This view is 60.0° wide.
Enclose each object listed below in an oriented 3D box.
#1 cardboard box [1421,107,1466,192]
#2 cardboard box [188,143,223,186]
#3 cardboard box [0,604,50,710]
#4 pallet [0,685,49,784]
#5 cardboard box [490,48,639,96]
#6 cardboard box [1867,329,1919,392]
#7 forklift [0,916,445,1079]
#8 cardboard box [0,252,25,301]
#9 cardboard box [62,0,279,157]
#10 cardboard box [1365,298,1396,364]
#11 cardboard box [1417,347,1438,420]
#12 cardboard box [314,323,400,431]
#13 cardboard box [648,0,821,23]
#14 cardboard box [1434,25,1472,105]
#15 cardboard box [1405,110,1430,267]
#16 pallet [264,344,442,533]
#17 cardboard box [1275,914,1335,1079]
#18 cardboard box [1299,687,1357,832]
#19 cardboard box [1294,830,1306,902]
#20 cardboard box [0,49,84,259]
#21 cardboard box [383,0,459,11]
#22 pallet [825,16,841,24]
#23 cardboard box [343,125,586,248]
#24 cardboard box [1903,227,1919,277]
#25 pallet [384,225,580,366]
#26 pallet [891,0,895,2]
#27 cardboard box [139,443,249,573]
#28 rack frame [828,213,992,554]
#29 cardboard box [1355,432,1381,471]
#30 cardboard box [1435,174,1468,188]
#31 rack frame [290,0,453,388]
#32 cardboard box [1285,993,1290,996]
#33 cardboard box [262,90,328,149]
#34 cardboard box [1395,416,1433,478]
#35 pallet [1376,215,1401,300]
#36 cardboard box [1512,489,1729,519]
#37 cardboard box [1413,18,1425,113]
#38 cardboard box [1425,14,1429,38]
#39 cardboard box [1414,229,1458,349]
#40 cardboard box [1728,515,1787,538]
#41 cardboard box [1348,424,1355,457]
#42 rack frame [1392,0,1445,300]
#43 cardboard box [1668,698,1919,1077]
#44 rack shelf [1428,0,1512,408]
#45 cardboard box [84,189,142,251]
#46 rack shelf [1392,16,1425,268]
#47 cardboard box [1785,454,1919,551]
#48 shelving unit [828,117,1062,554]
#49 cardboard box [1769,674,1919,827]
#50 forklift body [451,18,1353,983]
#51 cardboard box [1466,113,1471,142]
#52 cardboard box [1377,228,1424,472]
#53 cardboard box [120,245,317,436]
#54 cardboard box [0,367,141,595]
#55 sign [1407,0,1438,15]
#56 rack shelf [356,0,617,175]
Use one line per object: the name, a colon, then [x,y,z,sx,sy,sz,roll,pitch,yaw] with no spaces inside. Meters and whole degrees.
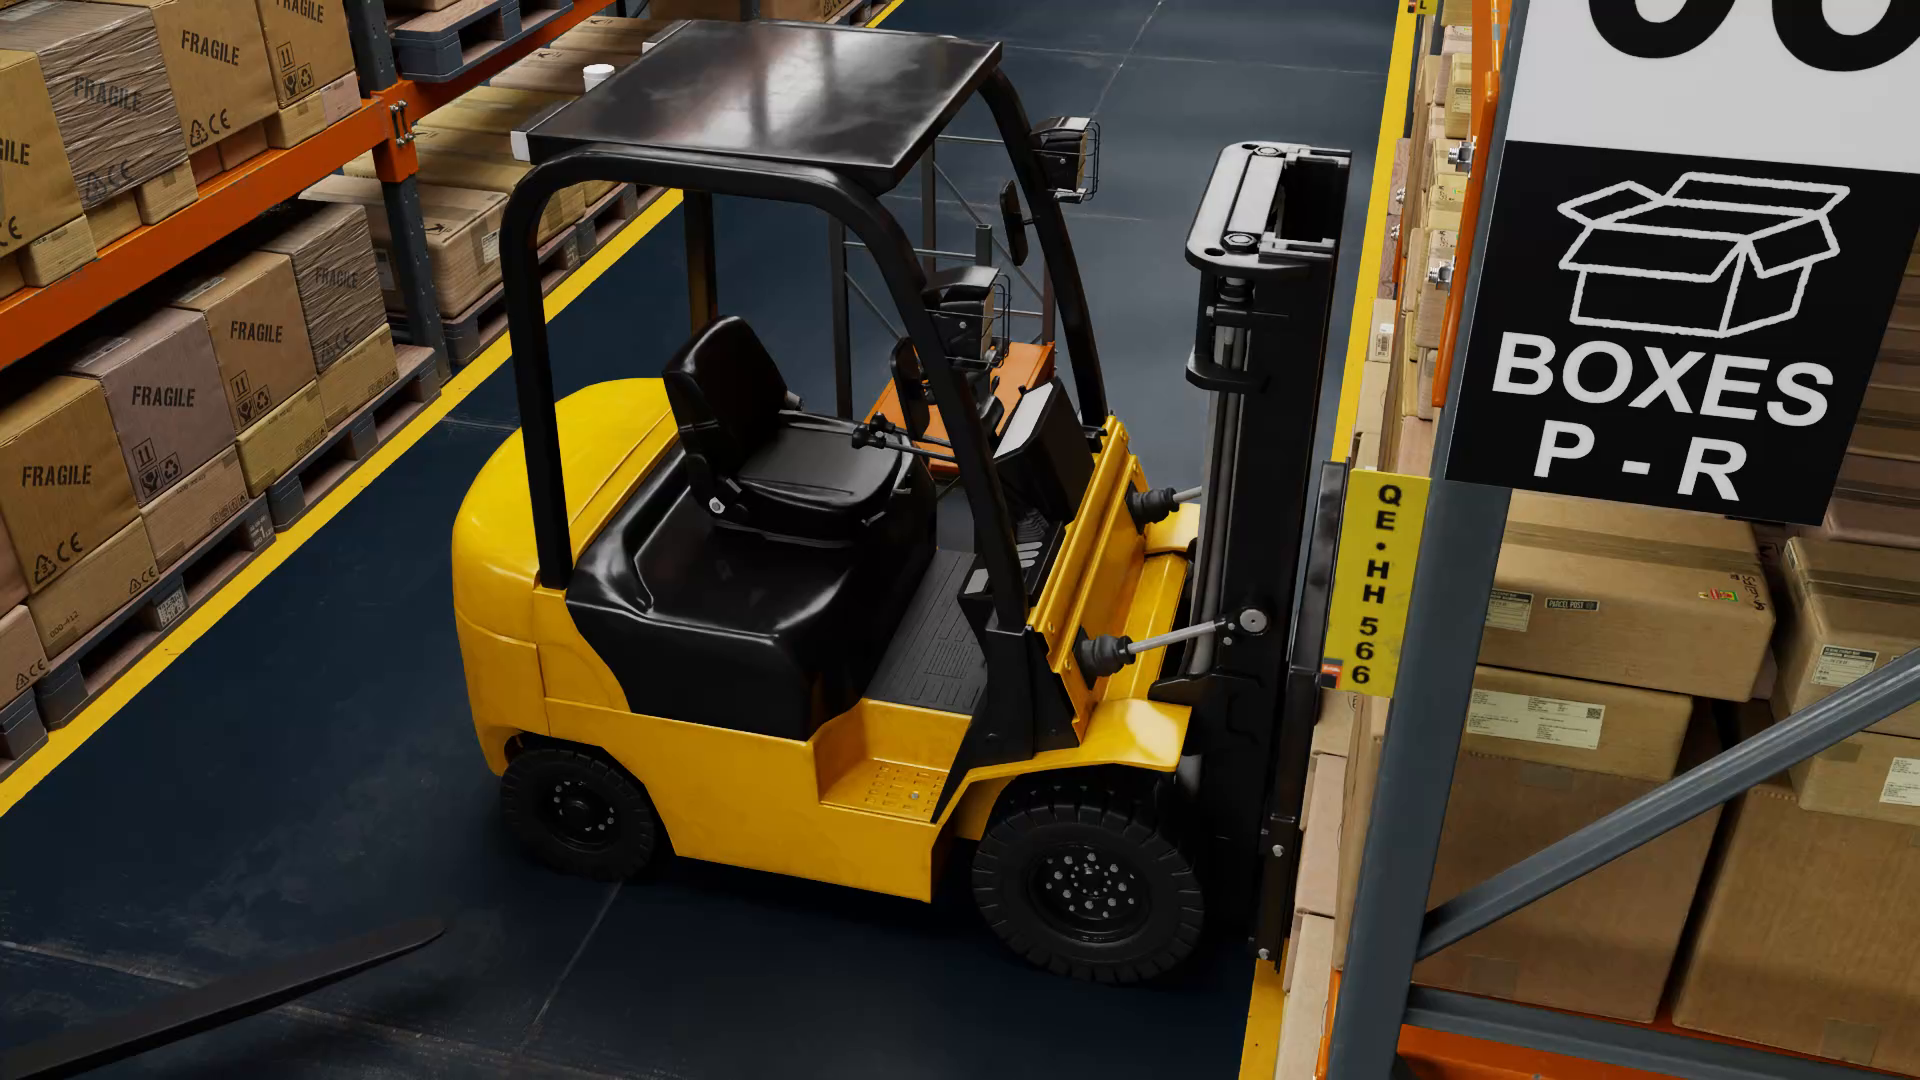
cardboard box: [1.410,-1.006,4.338,0.380,0.149,0.250,8,33,12]
cardboard box: [-2.813,-1.324,5.771,0.380,0.149,0.250,8,33,12]
cardboard box: [-3.157,0.393,5.007,0.500,0.250,0.500,9,34,14]
pallet: [-3.506,0.776,4.833,1.003,0.211,1.213,8,33,12]
cardboard box: [-2.068,-2.489,9.427,0.950,0.372,0.625,7,33,11]
cardboard box: [1.558,-0.254,2.879,0.380,0.149,0.250,8,33,13]
forklift: [-2.538,0.456,2.800,3.031,2.935,1.130,-15,36,-23]
cardboard box: [-3.037,-0.789,4.929,0.380,0.149,0.250,7,33,11]
cardboard box: [-2.747,-1.656,5.688,0.500,0.500,0.500,9,34,14]
cardboard box: [1.625,-0.577,5.602,0.500,0.250,0.500,8,33,12]
cardboard box: [1.110,-0.340,3.291,0.380,0.149,0.250,7,33,11]
cardboard box: [-2.641,-0.694,6.717,0.500,0.250,0.500,10,34,15]
cardboard box: [-1.480,-3.724,10.901,0.875,0.875,0.875,8,33,12]
cardboard box: [1.484,-1.262,4.464,0.380,0.149,0.250,9,33,13]
cardboard box: [1.570,-0.922,4.811,0.500,0.500,0.500,9,33,13]
pallet: [-2.887,-0.490,6.825,1.003,0.211,1.213,8,33,12]
cardboard box: [0.851,1.009,3.107,0.500,0.250,0.500,9,34,14]
cardboard box: [1.094,0.480,3.939,0.500,0.250,0.500,8,33,13]
cardboard box: [1.106,0.676,4.096,0.500,0.250,0.500,7,33,11]
cardboard box: [-3.000,-1.119,4.844,0.500,0.500,0.500,7,33,11]
cardboard box: [-2.305,-2.336,6.971,0.380,0.149,0.250,8,33,13]
pallet: [-1.463,-3.318,11.273,1.003,0.211,1.213,8,33,12]
cardboard box: [-2.441,-1.735,8.241,0.950,0.372,0.625,10,34,15]
cardboard box: [1.762,-0.517,3.292,0.380,0.149,0.250,7,33,11]
pallet: [-2.555,-1.248,8.016,1.003,0.211,1.213,8,33,12]
pallet: [-0.844,-4.585,13.265,1.003,0.211,1.213,8,33,12]
cardboard box: [-2.900,-0.153,5.866,0.500,0.250,0.500,9,33,13]
rack frame: [-0.151,-0.325,5.363,0.500,1.500,0.032,8,33,12]
cardboard box: [1.370,-0.054,4.778,0.500,0.250,0.500,9,34,14]
cardboard box: [1.304,-0.733,3.910,0.380,0.149,0.250,7,33,11]
rack frame: [-2.751,-2.021,6.632,1.000,3.000,0.127,8,33,12]
cardboard box: [0.985,1.169,3.787,0.500,0.250,0.500,8,33,12]
cardboard box: [-2.594,-1.576,6.167,0.380,0.149,0.250,9,33,13]
cardboard box: [1.048,0.128,3.160,0.500,0.500,0.500,9,34,14]
pallet: [2.508,-1.193,7.929,1.003,0.211,1.213,8,33,12]
cardboard box: [0.956,-0.059,2.572,0.380,0.149,0.250,8,33,12]
cardboard box: [2.048,-1.842,6.492,0.500,0.250,0.500,8,33,12]
cardboard box: [2.052,-2.052,6.356,0.500,0.250,0.500,7,33,11]
cardboard box: [1.090,-0.468,3.215,0.380,0.149,0.250,9,33,14]
cardboard box: [1.445,0.005,2.749,0.380,0.149,0.250,7,33,12]
cardboard box: [1.608,-0.158,5.874,0.500,0.250,0.500,8,33,13]
rack frame: [2.051,-1.347,5.572,1.000,3.000,0.127,8,33,12]
cardboard box: [1.430,0.468,2.625,0.500,0.500,0.500,9,34,14]
rack shelf: [1.544,-1.271,3.328,1.077,0.370,4.000,8,33,12]
cardboard box: [-2.886,-1.050,5.340,0.380,0.149,0.250,7,33,12]
rack shelf: [2.559,-2.081,7.398,1.077,0.370,4.000,8,33,12]
cardboard box: [1.456,0.013,2.459,0.380,0.149,0.250,9,34,14]
shelving unit: [-0.019,-0.593,5.785,0.587,1.500,1.083,8,33,12]
cardboard box: [1.373,0.272,2.328,0.380,0.149,0.250,7,33,11]
forklift body: [-0.247,-0.145,4.474,2.313,2.155,1.214,8,33,12]
cardboard box: [1.433,-0.984,4.027,0.380,0.149,0.250,8,33,12]
cardboard box: [1.294,-0.401,3.991,0.500,0.500,0.500,8,33,13]
cardboard box: [-2.769,-0.746,6.100,0.500,0.500,0.500,9,33,13]
cardboard box: [-3.025,-0.203,5.245,0.500,0.500,0.500,9,33,13]
sign: [1.524,-1.871,5.391,0.100,0.325,0.005,8,33,12]
rack shelf: [-2.243,-2.755,8.458,1.077,0.370,4.000,8,33,12]
